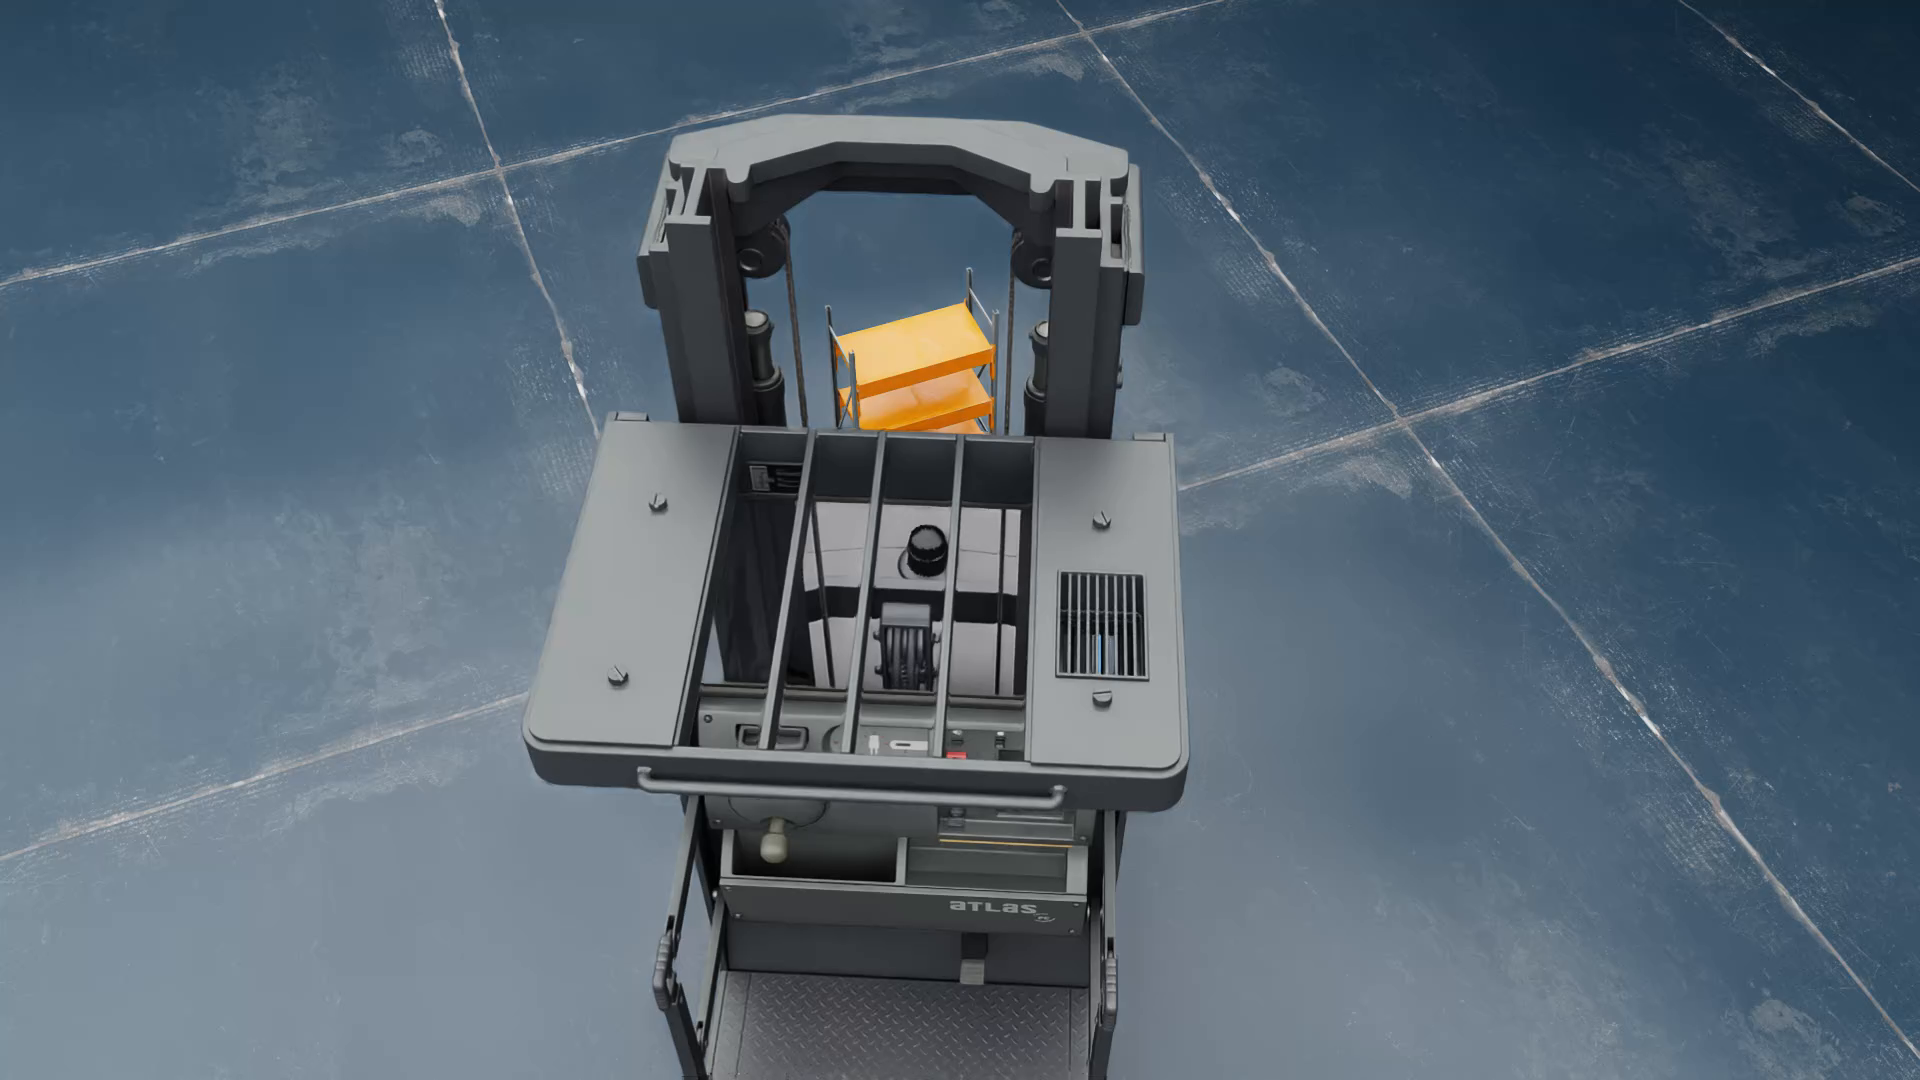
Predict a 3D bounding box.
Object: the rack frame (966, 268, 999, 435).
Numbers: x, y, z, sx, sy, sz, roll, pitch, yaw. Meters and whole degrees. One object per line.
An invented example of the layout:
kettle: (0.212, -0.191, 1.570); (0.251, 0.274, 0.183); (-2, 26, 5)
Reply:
rack frame: (0.073, -0.413, 5.814); (0.015, 1.200, 0.240); (-17, 52, -14)

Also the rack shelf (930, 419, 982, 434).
rack shelf: (-0.153, -0.300, 5.805); (0.480, 0.148, 0.258); (-17, 52, -14)

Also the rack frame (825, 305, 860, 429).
rack frame: (-0.379, -0.273, 5.694); (0.015, 1.200, 0.240); (-17, 52, -14)

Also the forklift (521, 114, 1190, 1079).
forklift: (-0.150, 0.676, 3.737); (1.130, 2.935, 3.031); (2, 49, 2)

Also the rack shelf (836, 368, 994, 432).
rack shelf: (-0.153, -0.445, 5.635); (0.480, 0.148, 0.258); (-17, 52, -14)

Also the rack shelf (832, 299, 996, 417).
rack shelf: (-0.153, -0.599, 5.456); (0.480, 0.148, 0.258); (-17, 52, -14)

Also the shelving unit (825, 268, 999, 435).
shelving unit: (-0.153, -0.343, 5.754); (0.503, 1.200, 0.258); (-17, 52, -14)
